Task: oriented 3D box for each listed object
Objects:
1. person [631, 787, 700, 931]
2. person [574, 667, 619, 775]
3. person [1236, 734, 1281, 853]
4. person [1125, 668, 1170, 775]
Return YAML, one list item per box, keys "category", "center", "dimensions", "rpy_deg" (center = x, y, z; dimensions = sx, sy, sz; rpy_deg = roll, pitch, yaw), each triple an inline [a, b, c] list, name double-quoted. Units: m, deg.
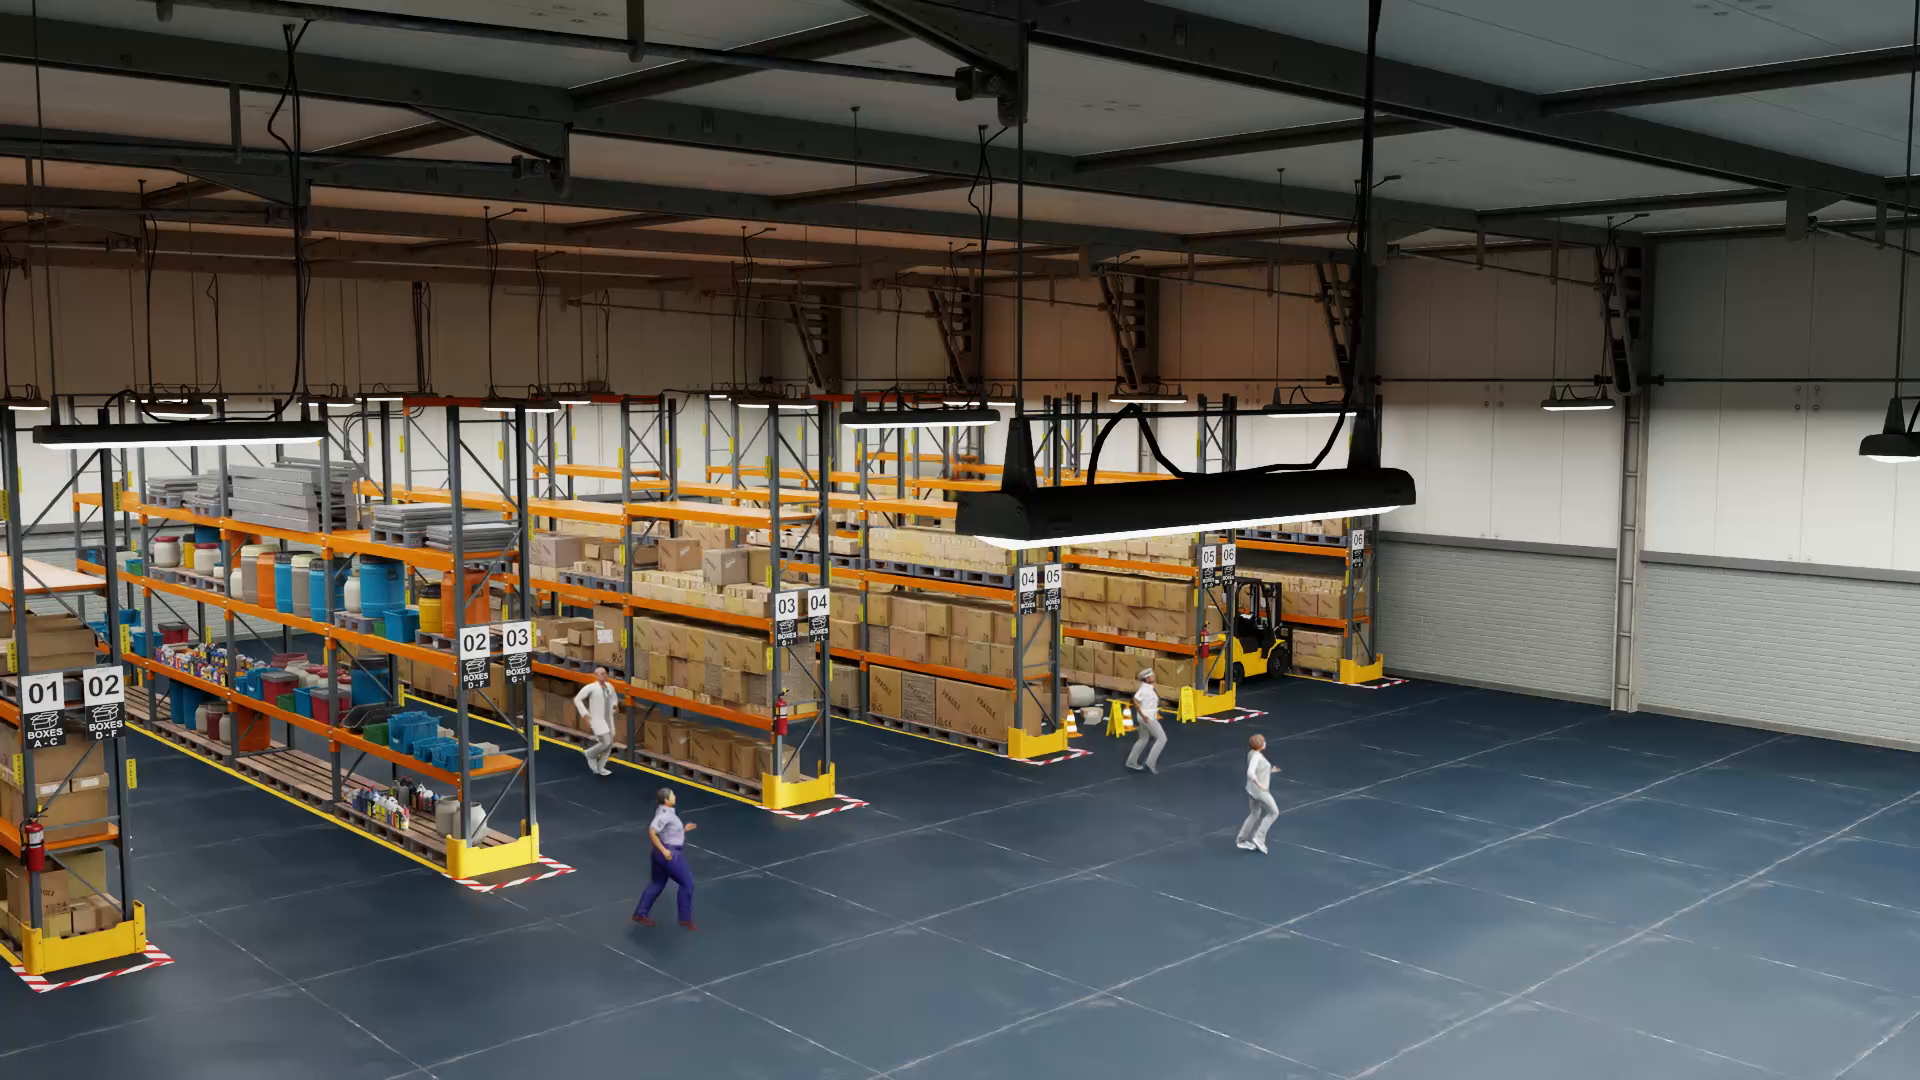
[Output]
- category: "person"
  center: [-3.372, 3.674, 19.062]
  dimensions: [0.751, 1.710, 0.580]
  rpy_deg: [-3, 6, -25]
- category: "person"
  center: [-5.700, 2.899, 26.541]
  dimensions: [0.616, 1.736, 0.714]
  rpy_deg: [4, 7, 35]
- category: "person"
  center: [4.014, 3.390, 22.248]
  dimensions: [0.635, 1.610, 0.518]
  rpy_deg: [-1, 6, -11]
- category: "person"
  center: [3.038, 2.910, 26.751]
  dimensions: [0.709, 1.732, 0.545]
  rpy_deg: [0, 6, 0]
